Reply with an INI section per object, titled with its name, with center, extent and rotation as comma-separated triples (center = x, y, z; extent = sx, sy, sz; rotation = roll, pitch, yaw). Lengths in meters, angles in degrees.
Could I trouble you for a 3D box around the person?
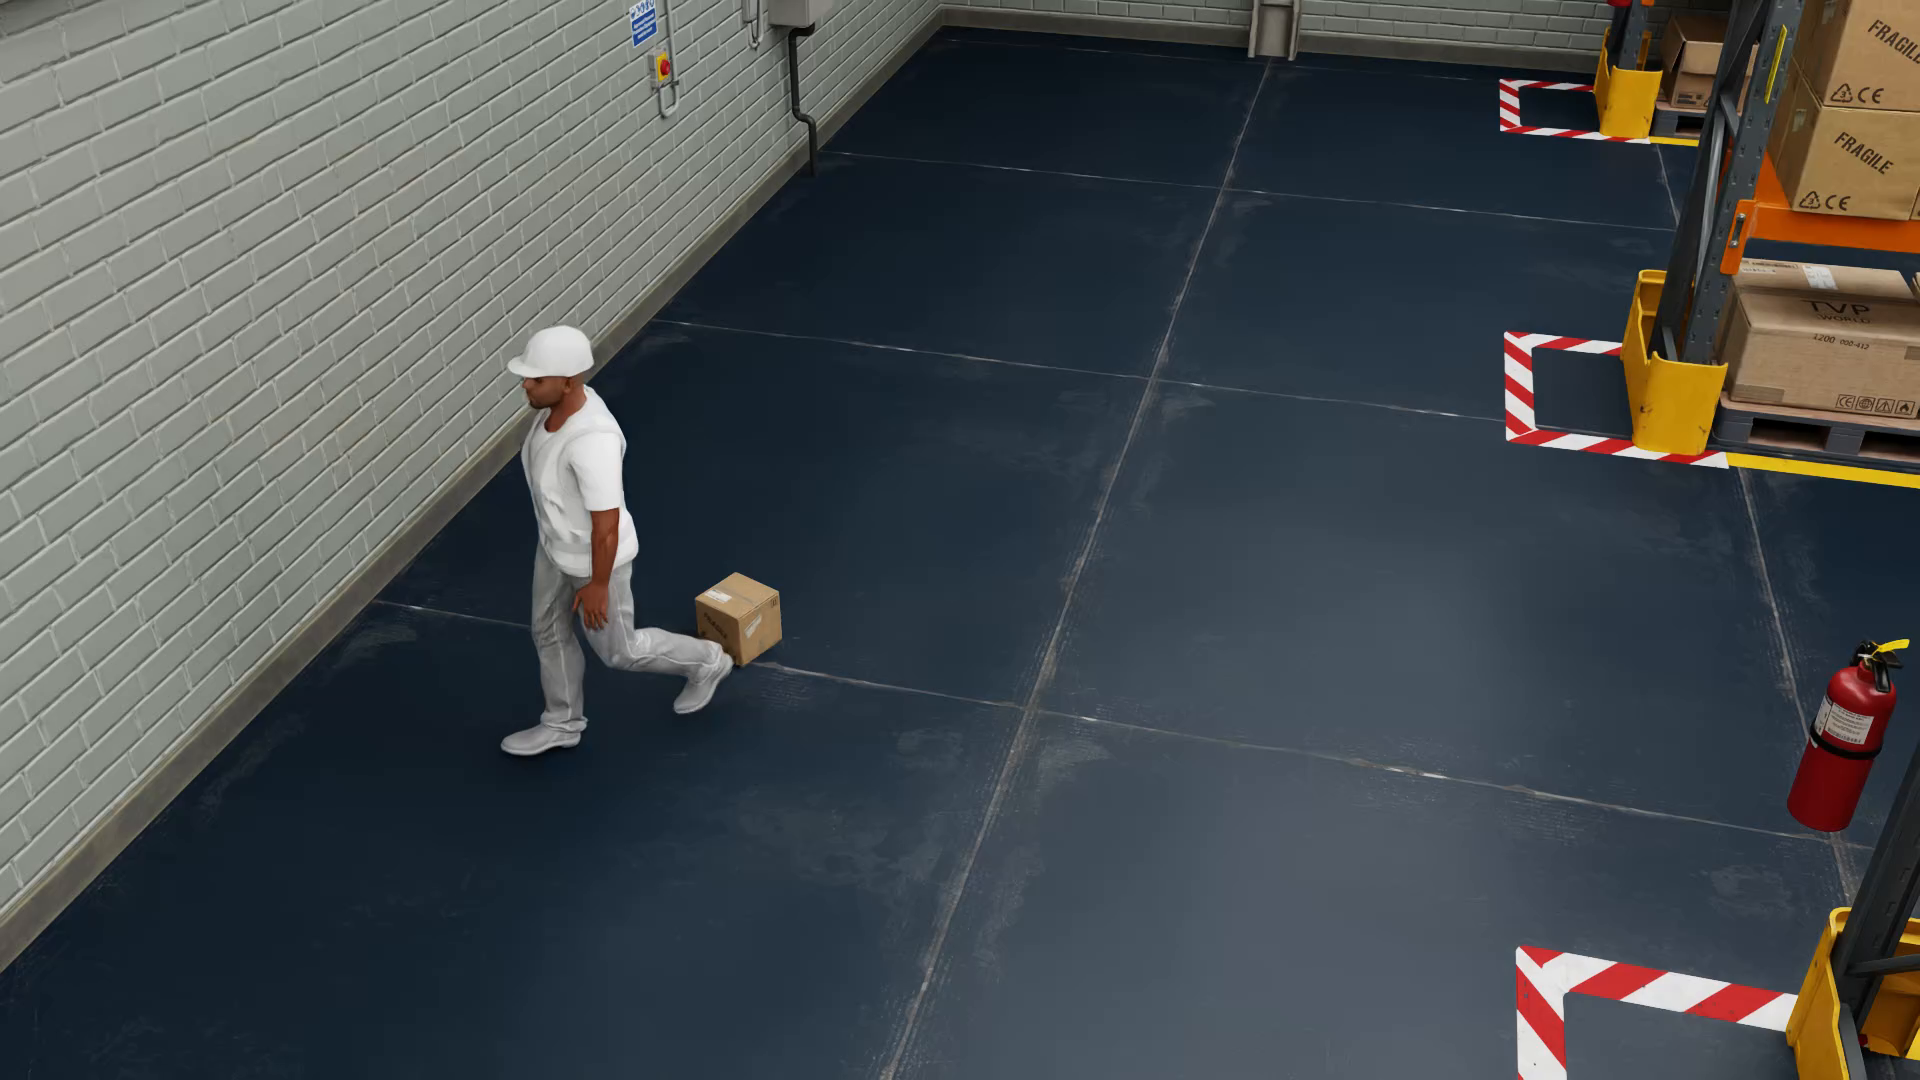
[person]
center = -1.330, 0.020, 6.082
extent = 0.910, 1.742, 0.591
rotation = -19, 37, -27
